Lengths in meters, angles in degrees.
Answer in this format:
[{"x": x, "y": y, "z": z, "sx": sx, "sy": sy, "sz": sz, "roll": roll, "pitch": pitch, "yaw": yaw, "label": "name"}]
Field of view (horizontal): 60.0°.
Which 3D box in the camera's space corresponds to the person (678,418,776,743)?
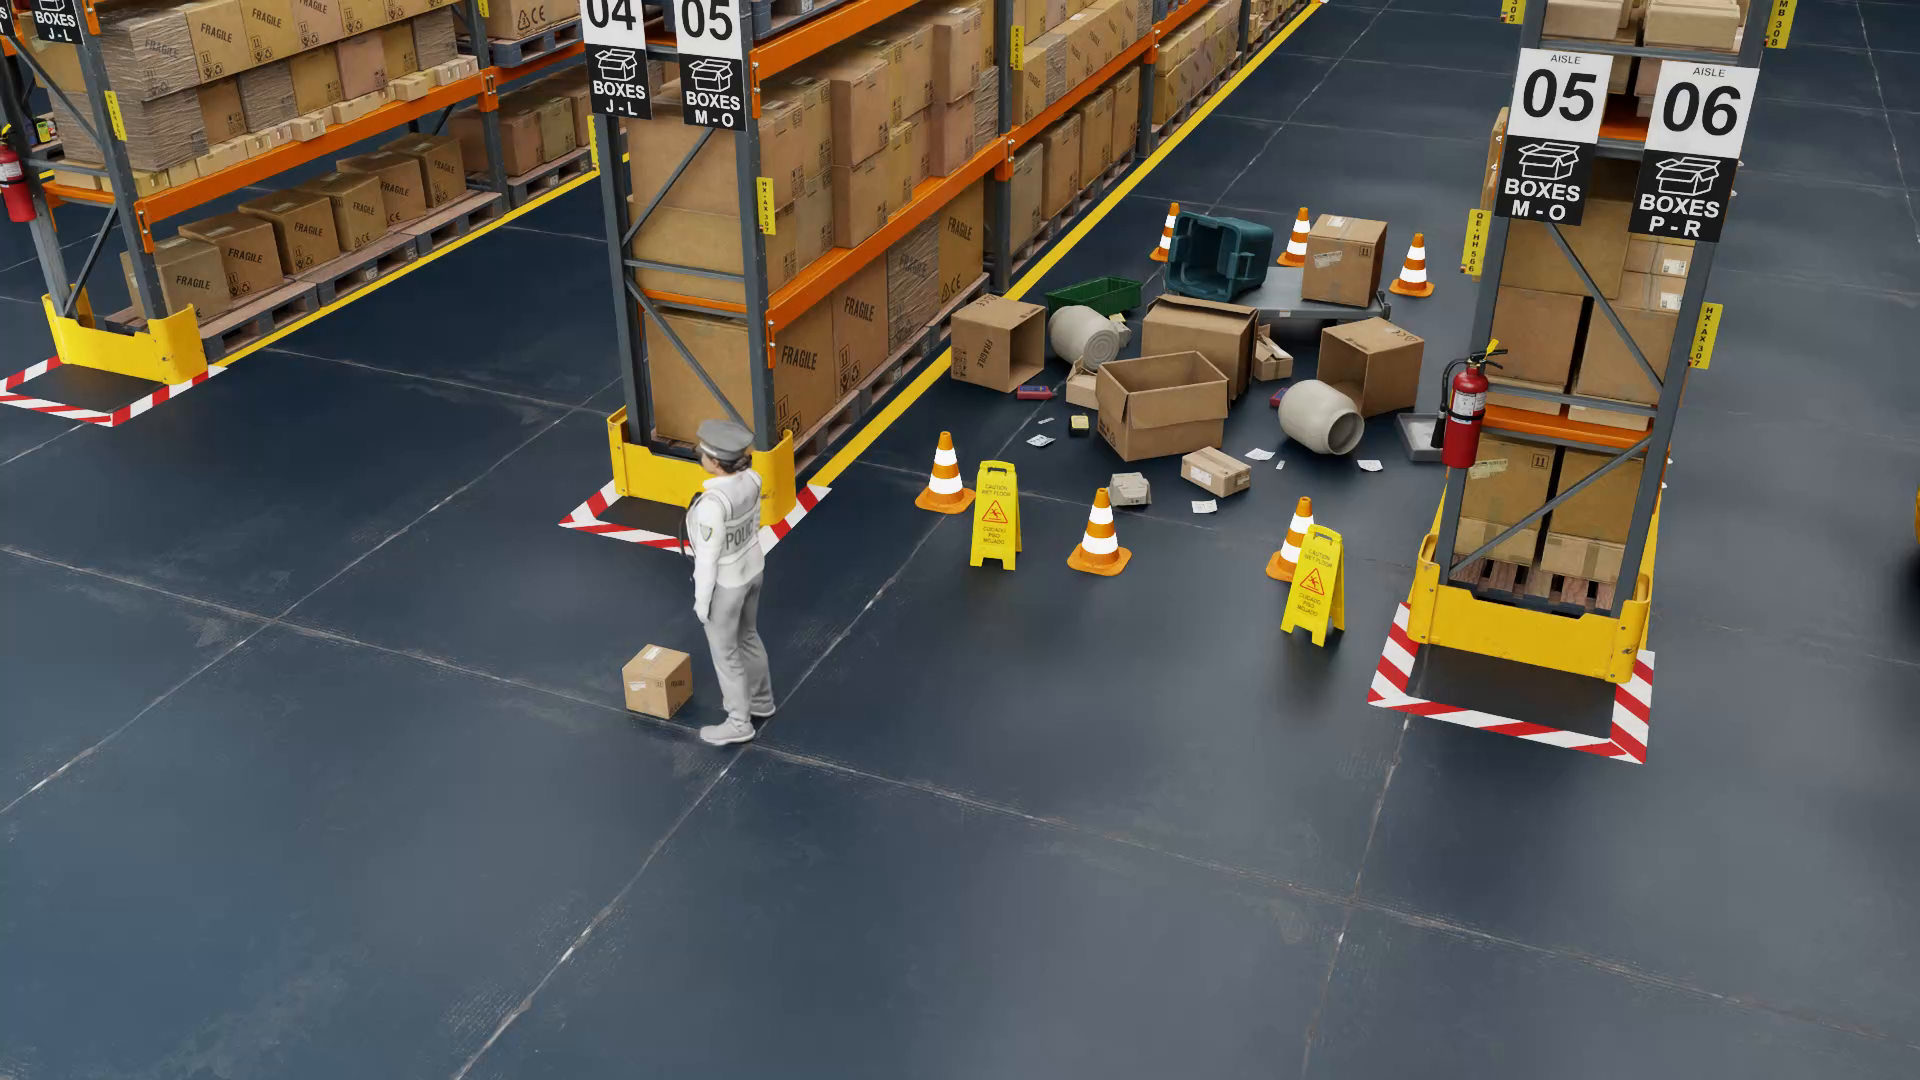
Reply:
[{"x": -1.124, "y": 0.207, "z": 8.028, "sx": 0.337, "sy": 1.694, "sz": 0.477, "roll": 12, "pitch": 32, "yaw": 20, "label": "person"}]
